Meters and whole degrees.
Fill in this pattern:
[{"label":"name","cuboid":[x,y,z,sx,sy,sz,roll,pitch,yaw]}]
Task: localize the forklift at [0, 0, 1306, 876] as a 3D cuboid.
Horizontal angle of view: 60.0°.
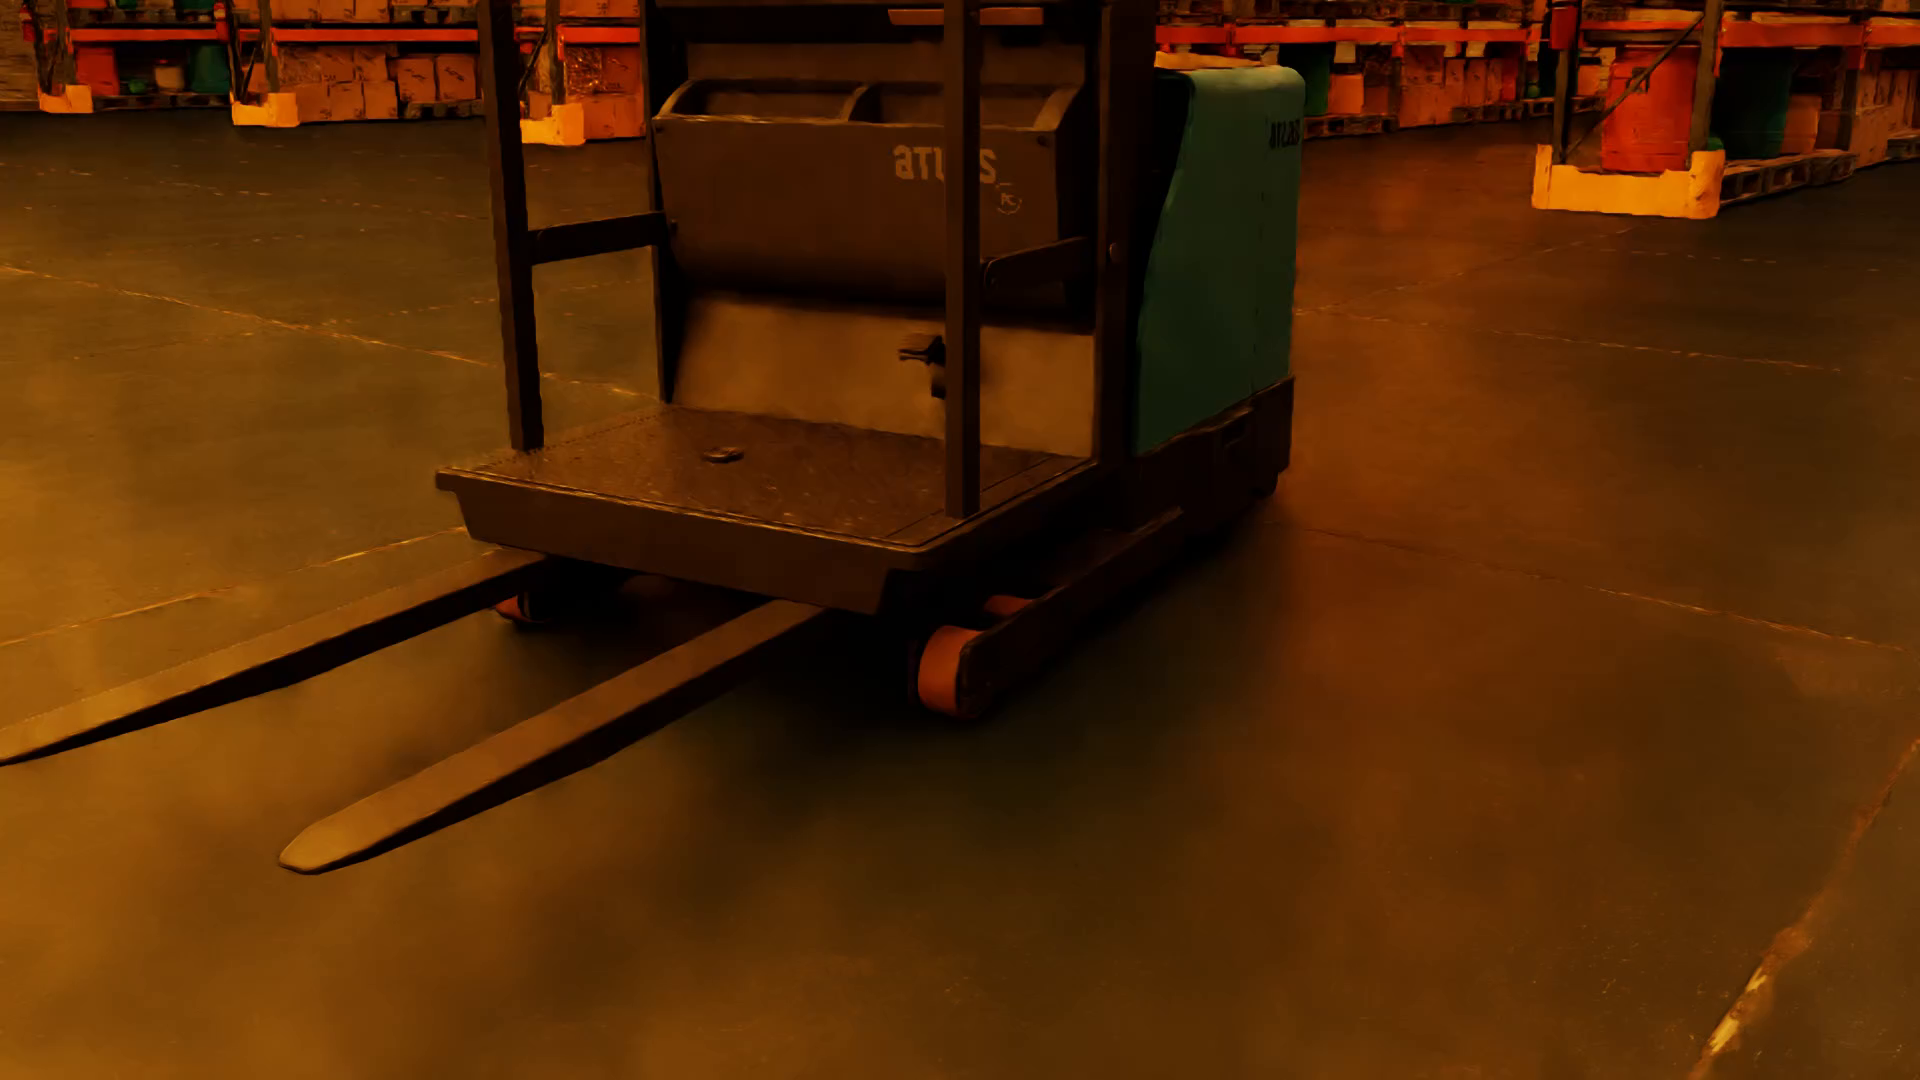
[{"label":"forklift","cuboid":[-0.299,-1.238,2.973,1.130,2.935,3.031,9,19,28]}]
